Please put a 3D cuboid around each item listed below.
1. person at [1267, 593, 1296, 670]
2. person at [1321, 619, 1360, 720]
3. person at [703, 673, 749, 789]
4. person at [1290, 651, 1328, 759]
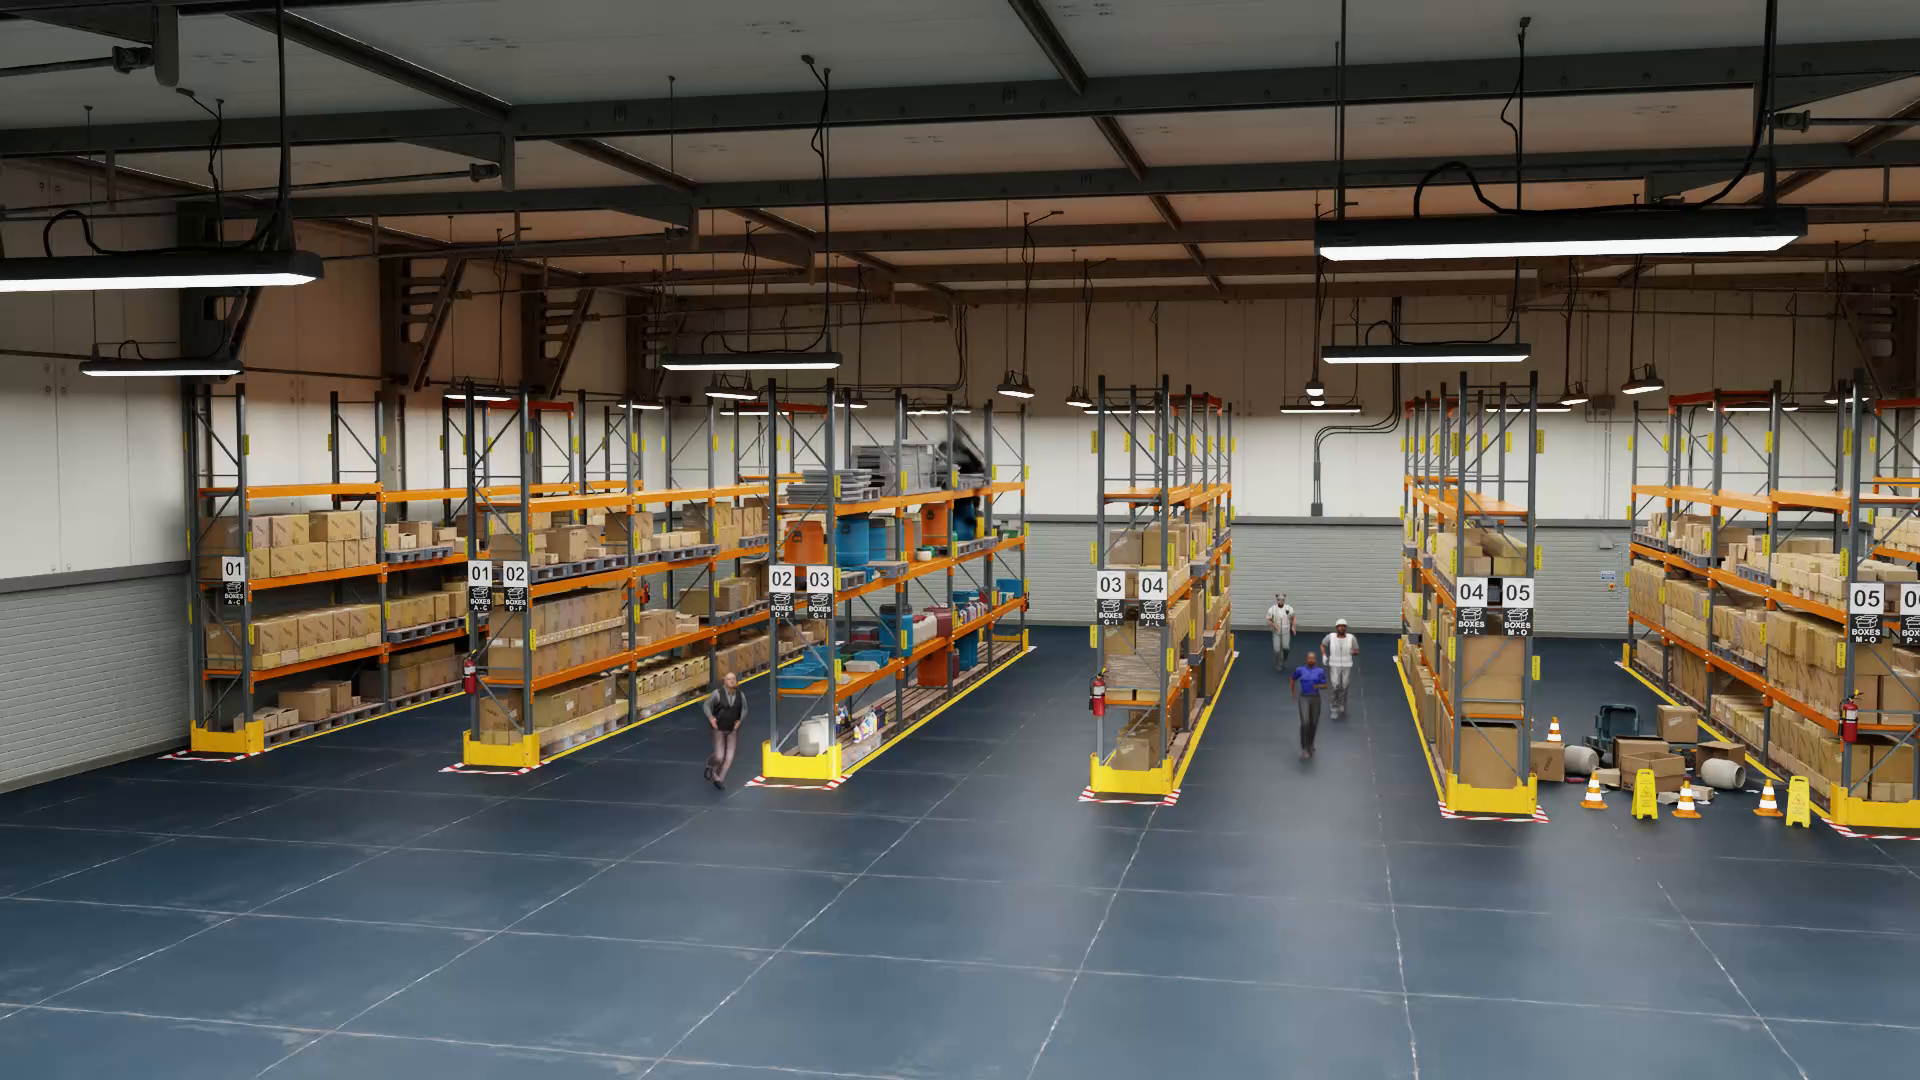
[{"bbox_3d":[7.106,2.033,36.771,0.648,1.729,0.660,1,3,9],"label":"person"},{"bbox_3d":[6.995,2.365,30.558,0.670,1.843,0.760,0,3,5],"label":"person"},{"bbox_3d":[-3.425,2.781,24.395,0.668,1.676,0.553,-1,4,-24],"label":"person"},{"bbox_3d":[5.628,2.649,26.784,0.548,1.722,0.760,0,3,1],"label":"person"}]
